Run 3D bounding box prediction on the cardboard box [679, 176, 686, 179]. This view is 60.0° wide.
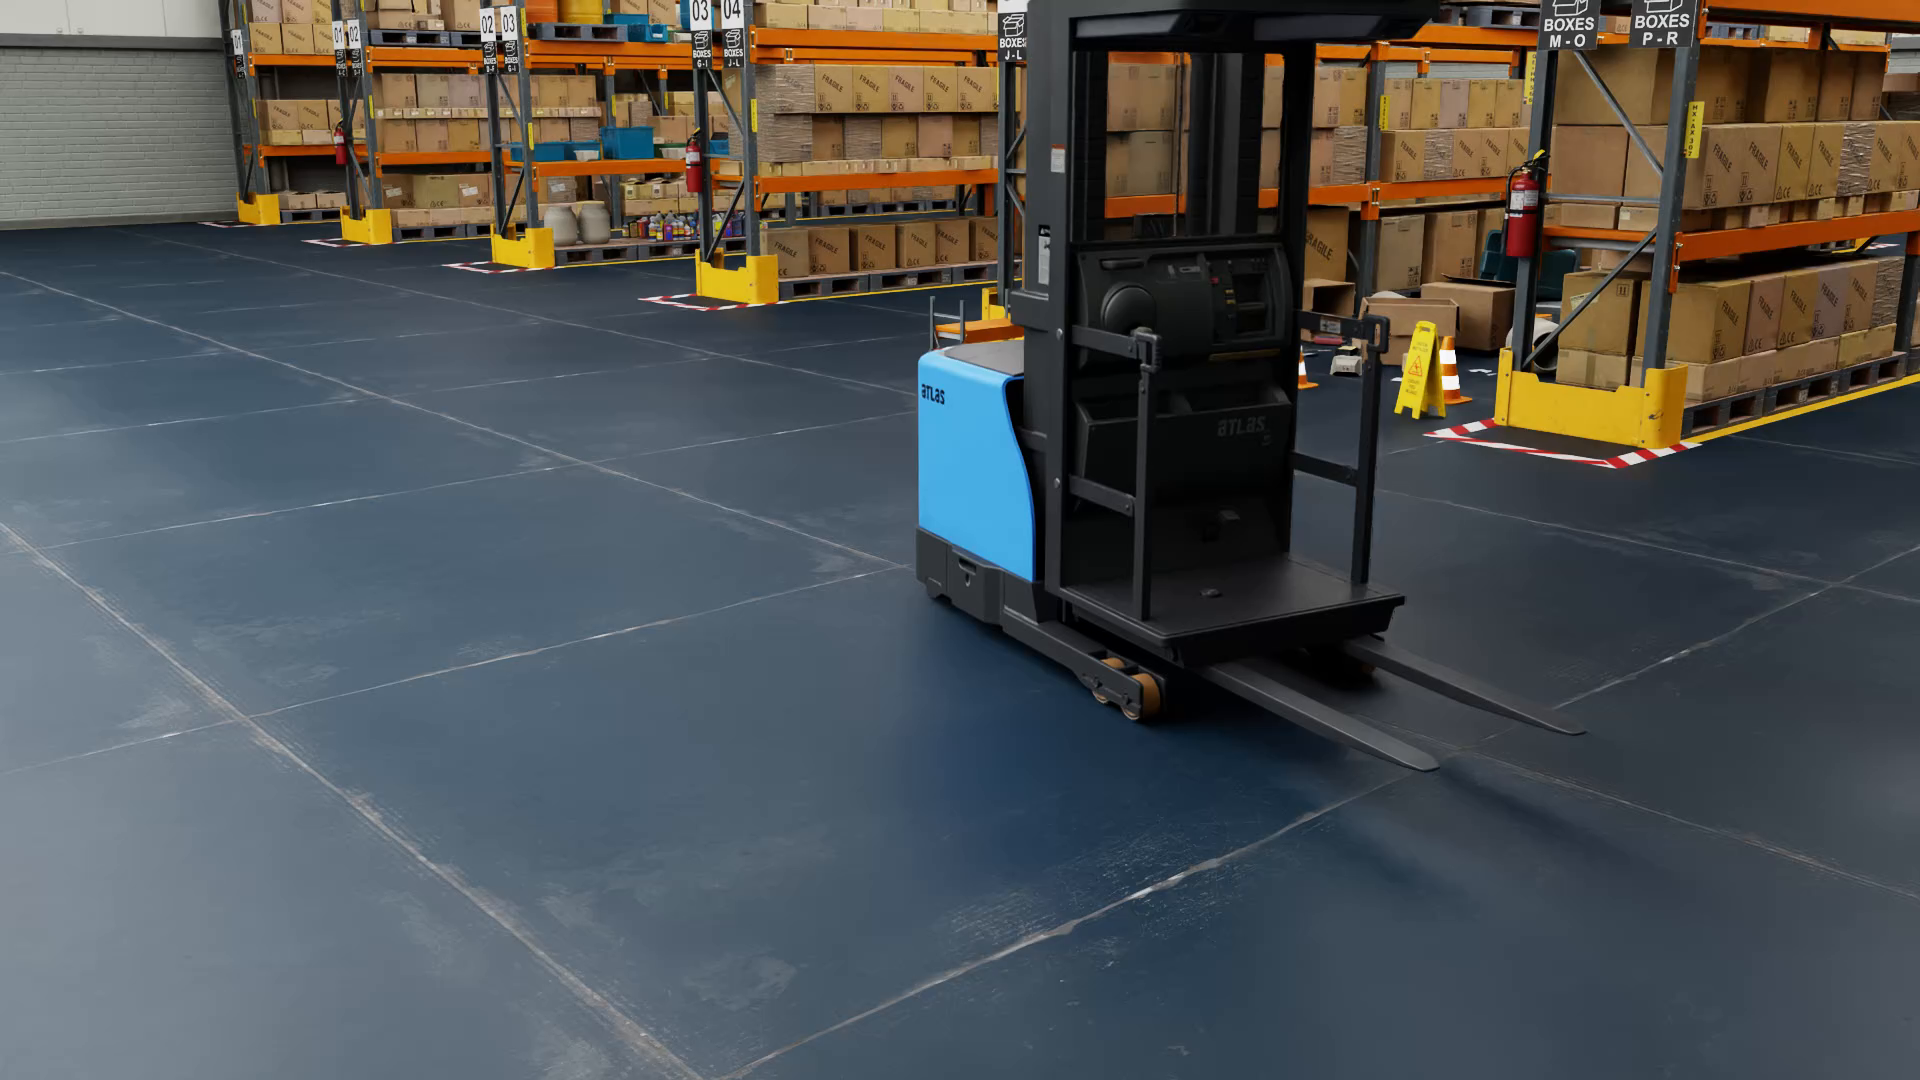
[{"bbox_3d":[-4.699,-6.201,29.081,0.500,0.311,0.500,-13,20,-40],"label":"cardboard box"}]

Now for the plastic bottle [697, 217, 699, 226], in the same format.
[{"bbox_3d":[-3.596,-4.350,23.135,0.133,0.283,0.061,-13,19,-39],"label":"plastic bottle"}]

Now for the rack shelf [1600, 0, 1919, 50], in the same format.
[{"bbox_3d":[5.532,-3.578,11.414,4.000,0.370,1.077,-13,19,-39],"label":"rack shelf"}]

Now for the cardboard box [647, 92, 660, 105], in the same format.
[{"bbox_3d":[-6.029,-9.006,33.893,0.500,0.250,0.500,-12,19,-38],"label":"cardboard box"}]

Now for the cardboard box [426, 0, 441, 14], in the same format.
[{"bbox_3d":[-9.419,-9.490,29.983,0.500,0.500,0.500,14,20,42],"label":"cardboard box"}]

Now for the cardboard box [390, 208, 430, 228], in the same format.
[{"bbox_3d":[-8.431,-4.918,25.364,0.500,0.250,0.500,-13,19,-39],"label":"cardboard box"}]

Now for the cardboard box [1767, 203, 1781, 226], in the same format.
[{"bbox_3d":[5.245,-2.193,11.133,0.250,0.149,0.380,-12,19,-38],"label":"cardboard box"}]

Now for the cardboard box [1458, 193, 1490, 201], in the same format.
[{"bbox_3d":[7.800,-5.525,26.424,0.875,0.875,0.875,-13,19,-39],"label":"cardboard box"}]

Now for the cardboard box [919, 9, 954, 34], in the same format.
[{"bbox_3d":[-0.418,-5.819,18.702,0.500,0.250,0.500,-13,20,-40],"label":"cardboard box"}]

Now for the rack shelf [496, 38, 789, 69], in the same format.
[{"bbox_3d":[-4.224,-6.472,22.247,4.000,0.370,1.077,-13,19,-39],"label":"rack shelf"}]

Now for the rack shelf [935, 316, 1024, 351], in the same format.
[{"bbox_3d":[0.125,-0.987,8.099,0.480,0.148,0.258,-13,19,-39],"label":"rack shelf"}]

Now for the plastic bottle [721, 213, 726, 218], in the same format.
[{"bbox_3d":[-3.399,-4.560,23.918,0.133,0.283,0.061,-13,19,-39],"label":"plastic bottle"}]

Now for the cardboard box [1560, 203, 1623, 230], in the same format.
[{"bbox_3d":[4.165,-2.121,10.866,0.250,0.149,0.380,-12,19,-38],"label":"cardboard box"}]

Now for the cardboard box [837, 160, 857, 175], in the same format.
[{"bbox_3d":[-1.342,-4.113,18.322,0.250,0.149,0.380,-13,19,-39],"label":"cardboard box"}]

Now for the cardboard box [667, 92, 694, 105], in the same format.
[{"bbox_3d":[-5.668,-8.911,33.534,0.500,0.250,0.500,-12,19,-38],"label":"cardboard box"}]

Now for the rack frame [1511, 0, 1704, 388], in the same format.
[{"bbox_3d":[4.024,-2.138,10.440,0.127,3.000,1.000,-13,19,-39],"label":"rack frame"}]

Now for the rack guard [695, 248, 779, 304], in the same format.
[{"bbox_3d":[-2.424,-2.872,18.034,0.348,0.500,1.175,-13,19,-39],"label":"rack guard"}]

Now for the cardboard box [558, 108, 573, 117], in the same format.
[{"bbox_3d":[-6.412,-6.861,26.674,0.250,0.149,0.380,-13,20,-41],"label":"cardboard box"}]

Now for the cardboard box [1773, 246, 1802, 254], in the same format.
[{"bbox_3d":[6.285,-2.308,12.884,0.250,0.149,0.380,-12,19,-39],"label":"cardboard box"}]

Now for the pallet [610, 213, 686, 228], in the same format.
[{"bbox_3d":[-5.434,-5.459,28.278,1.213,0.211,1.003,-13,19,-39],"label":"pallet"}]

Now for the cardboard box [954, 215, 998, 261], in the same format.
[{"bbox_3d":[0.208,-3.680,20.244,0.500,0.500,0.500,-13,20,-41],"label":"cardboard box"}]

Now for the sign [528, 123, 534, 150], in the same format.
[{"bbox_3d":[-5.375,-5.057,20.833,0.005,0.325,0.100,-13,19,-39],"label":"sign"}]

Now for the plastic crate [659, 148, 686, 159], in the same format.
[{"bbox_3d":[-3.774,-5.257,22.629,0.437,0.136,0.530,-13,19,-39],"label":"plastic crate"}]

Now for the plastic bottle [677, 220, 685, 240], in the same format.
[{"bbox_3d":[-3.827,-4.247,22.772,0.097,0.271,0.097,0,15,0],"label":"plastic bottle"}]

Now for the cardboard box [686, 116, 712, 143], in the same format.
[{"bbox_3d":[-4.599,-7.023,28.536,0.500,0.500,0.500,-13,19,-39],"label":"cardboard box"}]

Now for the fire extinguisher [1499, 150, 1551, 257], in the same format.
[{"bbox_3d":[3.635,-2.171,10.713,0.183,0.674,0.296,-13,19,-39],"label":"fire extinguisher"}]

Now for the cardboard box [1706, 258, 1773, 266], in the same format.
[{"bbox_3d":[5.630,-1.824,12.328,0.500,0.500,0.500,-11,19,-37],"label":"cardboard box"}]

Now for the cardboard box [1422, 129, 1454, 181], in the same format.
[{"bbox_3d":[4.669,-3.932,16.966,0.500,0.500,0.500,-12,19,-39],"label":"cardboard box"}]

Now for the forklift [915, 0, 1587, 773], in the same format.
[{"bbox_3d":[0.943,-0.911,5.981,1.130,2.935,3.031,-8,17,-27],"label":"forklift"}]

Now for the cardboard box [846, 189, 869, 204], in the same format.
[{"bbox_3d":[-2.024,-6.467,30.641,0.500,0.500,0.500,-14,20,-41],"label":"cardboard box"}]

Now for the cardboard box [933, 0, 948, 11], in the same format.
[{"bbox_3d":[-0.348,-6.035,18.735,0.250,0.149,0.380,-12,19,-37],"label":"cardboard box"}]

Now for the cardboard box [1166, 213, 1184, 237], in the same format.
[{"bbox_3d":[1.829,-2.538,15.242,0.875,0.875,0.875,-13,20,-40],"label":"cardboard box"}]

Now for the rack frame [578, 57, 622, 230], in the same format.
[{"bbox_3d":[-5.964,-6.674,27.422,0.127,3.000,1.000,-13,19,-39],"label":"rack frame"}]

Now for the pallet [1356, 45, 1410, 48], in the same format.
[{"bbox_3d":[5.912,-7.292,24.294,1.217,0.209,0.805,-14,20,-42],"label":"pallet"}]

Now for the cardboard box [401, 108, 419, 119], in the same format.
[{"bbox_3d":[-8.347,-6.428,25.050,0.250,0.149,0.380,-13,20,-41],"label":"cardboard box"}]

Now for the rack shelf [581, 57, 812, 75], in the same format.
[{"bbox_3d":[-4.455,-8.114,28.396,4.000,0.370,1.077,-13,19,-39],"label":"rack shelf"}]

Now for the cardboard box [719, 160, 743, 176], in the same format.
[{"bbox_3d":[-2.402,-4.034,18.026,0.250,0.149,0.380,-13,19,-39],"label":"cardboard box"}]

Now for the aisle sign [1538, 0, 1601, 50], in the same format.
[{"bbox_3d":[3.787,-3.440,10.277,0.004,0.787,0.394,-13,19,-39],"label":"aisle sign"}]

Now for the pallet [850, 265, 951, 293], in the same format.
[{"bbox_3d":[-0.868,-3.069,19.330,1.213,0.211,1.003,-13,19,-39],"label":"pallet"}]

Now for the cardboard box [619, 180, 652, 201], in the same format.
[{"bbox_3d":[-5.489,-5.841,27.731,0.500,0.311,0.500,-13,19,-39],"label":"cardboard box"}]

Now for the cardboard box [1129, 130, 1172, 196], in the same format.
[{"bbox_3d":[1.349,-3.326,14.598,0.550,0.550,0.875,-13,19,-39],"label":"cardboard box"}]

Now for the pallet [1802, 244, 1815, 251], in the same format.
[{"bbox_3d":[11.155,-4.098,23.184,1.213,0.211,1.003,-13,19,-39],"label":"pallet"}]

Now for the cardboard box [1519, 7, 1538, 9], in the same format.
[{"bbox_3d":[6.043,-6.017,18.316,0.500,0.311,0.500,-13,19,-39],"label":"cardboard box"}]

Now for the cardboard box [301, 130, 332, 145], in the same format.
[{"bbox_3d":[-11.277,-7.009,28.928,0.500,0.250,0.500,-13,20,-41],"label":"cardboard box"}]

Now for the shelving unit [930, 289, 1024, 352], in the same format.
[{"bbox_3d":[0.125,-0.608,8.200,0.503,1.200,0.258,-13,19,-39],"label":"shelving unit"}]

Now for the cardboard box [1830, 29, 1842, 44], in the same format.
[{"bbox_3d":[11.447,-6.780,22.297,0.500,0.250,0.500,-12,19,-37],"label":"cardboard box"}]

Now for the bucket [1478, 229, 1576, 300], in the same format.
[{"bbox_3d":[5.126,-2.443,14.980,0.620,0.611,0.726,5,12,-23],"label":"bucket"}]

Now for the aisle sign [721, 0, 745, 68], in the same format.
[{"bbox_3d":[-2.331,-5.254,17.069,0.004,0.787,0.394,-13,19,-39],"label":"aisle sign"}]

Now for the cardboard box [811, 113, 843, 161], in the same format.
[{"bbox_3d":[-1.750,-4.455,18.345,0.500,0.500,0.875,-13,19,-39],"label":"cardboard box"}]

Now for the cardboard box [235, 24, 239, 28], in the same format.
[{"bbox_3d":[-12.088,-8.587,28.540,0.500,0.500,0.500,-11,18,-35],"label":"cardboard box"}]

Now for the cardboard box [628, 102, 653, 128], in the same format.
[{"bbox_3d":[-6.549,-8.494,33.192,0.700,0.500,0.500,13,20,40],"label":"cardboard box"}]

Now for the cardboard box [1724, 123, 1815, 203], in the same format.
[{"bbox_3d":[5.335,-2.531,11.142,0.500,0.500,0.500,-13,20,-40],"label":"cardboard box"}]

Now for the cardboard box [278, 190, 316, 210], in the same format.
[{"bbox_3d":[-11.655,-5.973,29.157,0.500,0.311,0.500,13,20,41],"label":"cardboard box"}]

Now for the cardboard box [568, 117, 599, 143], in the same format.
[{"bbox_3d":[-6.295,-6.646,27.123,0.500,0.500,0.700,-13,20,-41],"label":"cardboard box"}]

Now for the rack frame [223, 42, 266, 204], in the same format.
[{"bbox_3d":[-12.236,-6.960,28.493,0.127,3.000,1.000,-13,19,-39],"label":"rack frame"}]
